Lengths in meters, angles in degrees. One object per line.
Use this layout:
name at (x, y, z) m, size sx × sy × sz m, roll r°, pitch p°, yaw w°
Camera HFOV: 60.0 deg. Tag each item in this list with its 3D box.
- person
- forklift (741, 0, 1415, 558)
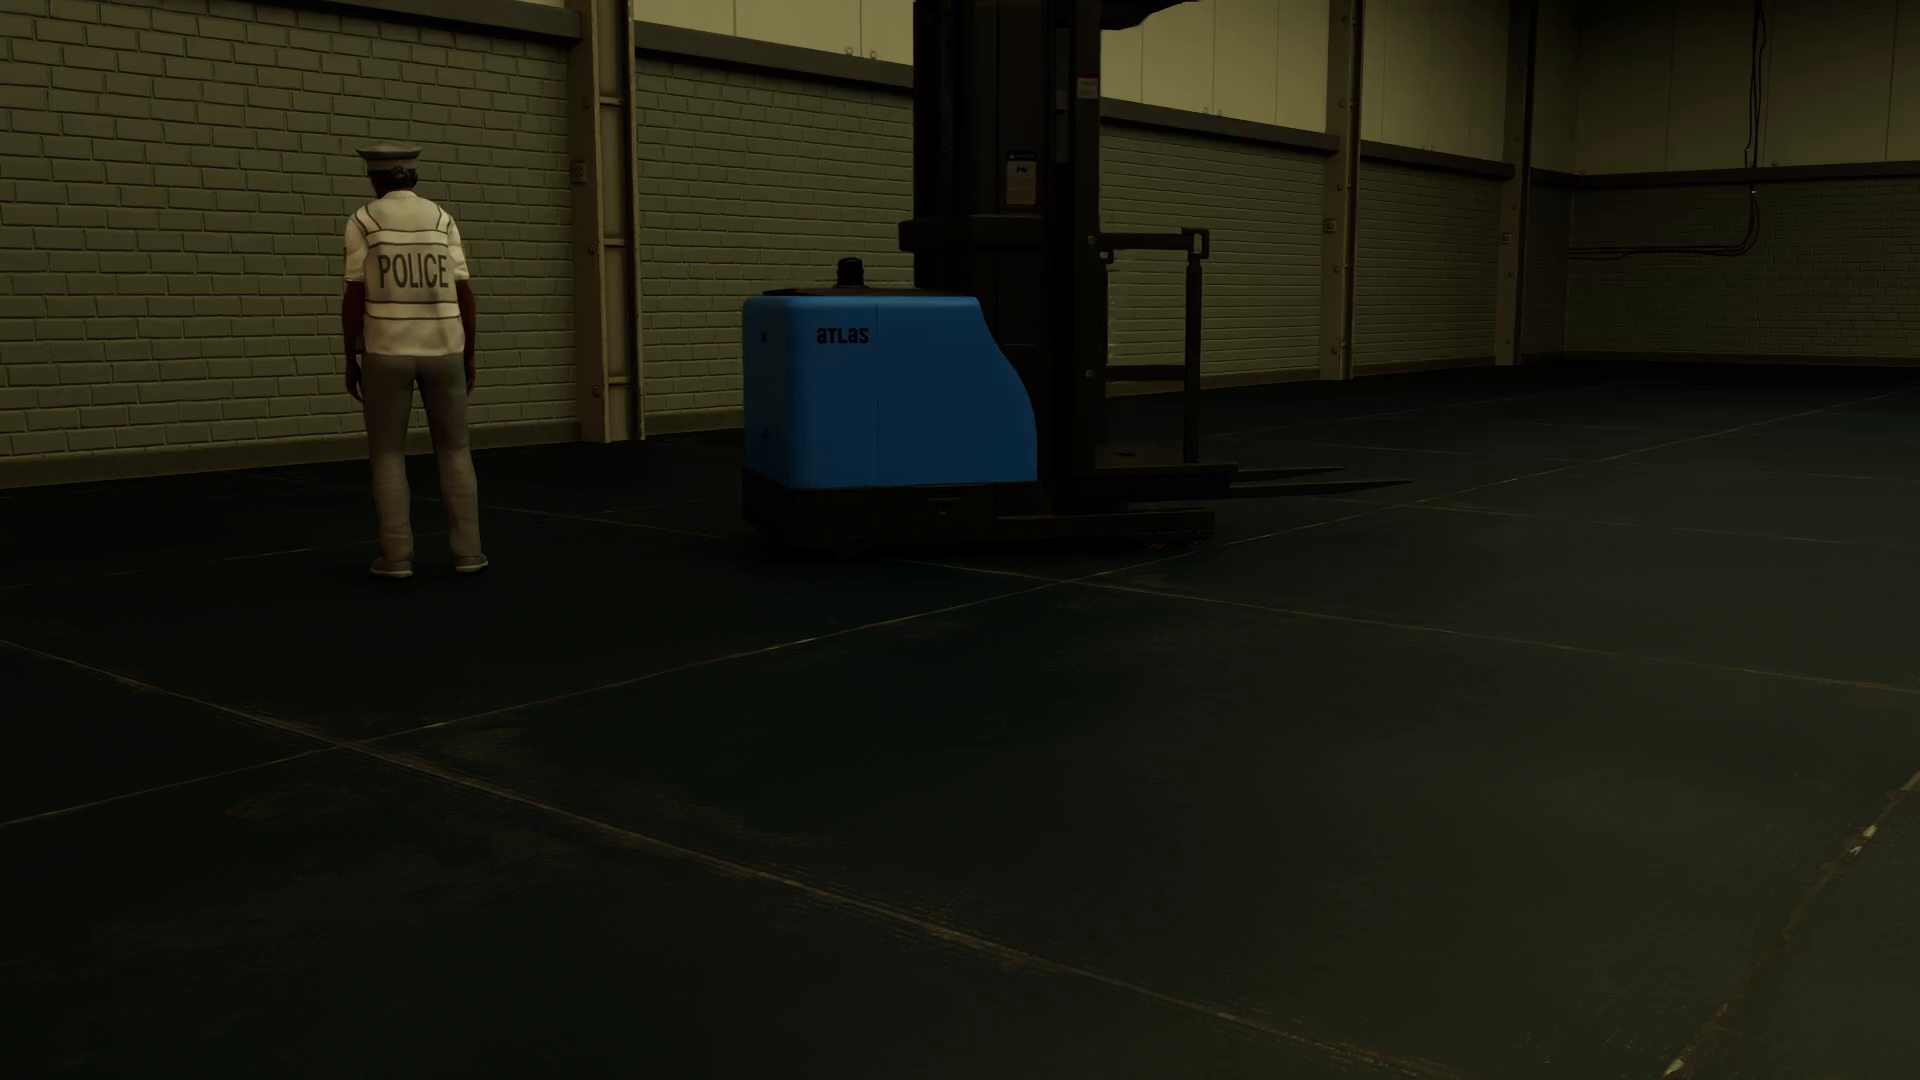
person at (-2.089, -0.686, 6.372) m, size 0.525 × 1.658 × 0.395 m, roll -4°, pitch 9°, yaw -28°
forklift at (0.587, -1.482, 7.411) m, size 3.031 × 2.935 × 1.130 m, roll -3°, pitch 9°, yaw -19°
